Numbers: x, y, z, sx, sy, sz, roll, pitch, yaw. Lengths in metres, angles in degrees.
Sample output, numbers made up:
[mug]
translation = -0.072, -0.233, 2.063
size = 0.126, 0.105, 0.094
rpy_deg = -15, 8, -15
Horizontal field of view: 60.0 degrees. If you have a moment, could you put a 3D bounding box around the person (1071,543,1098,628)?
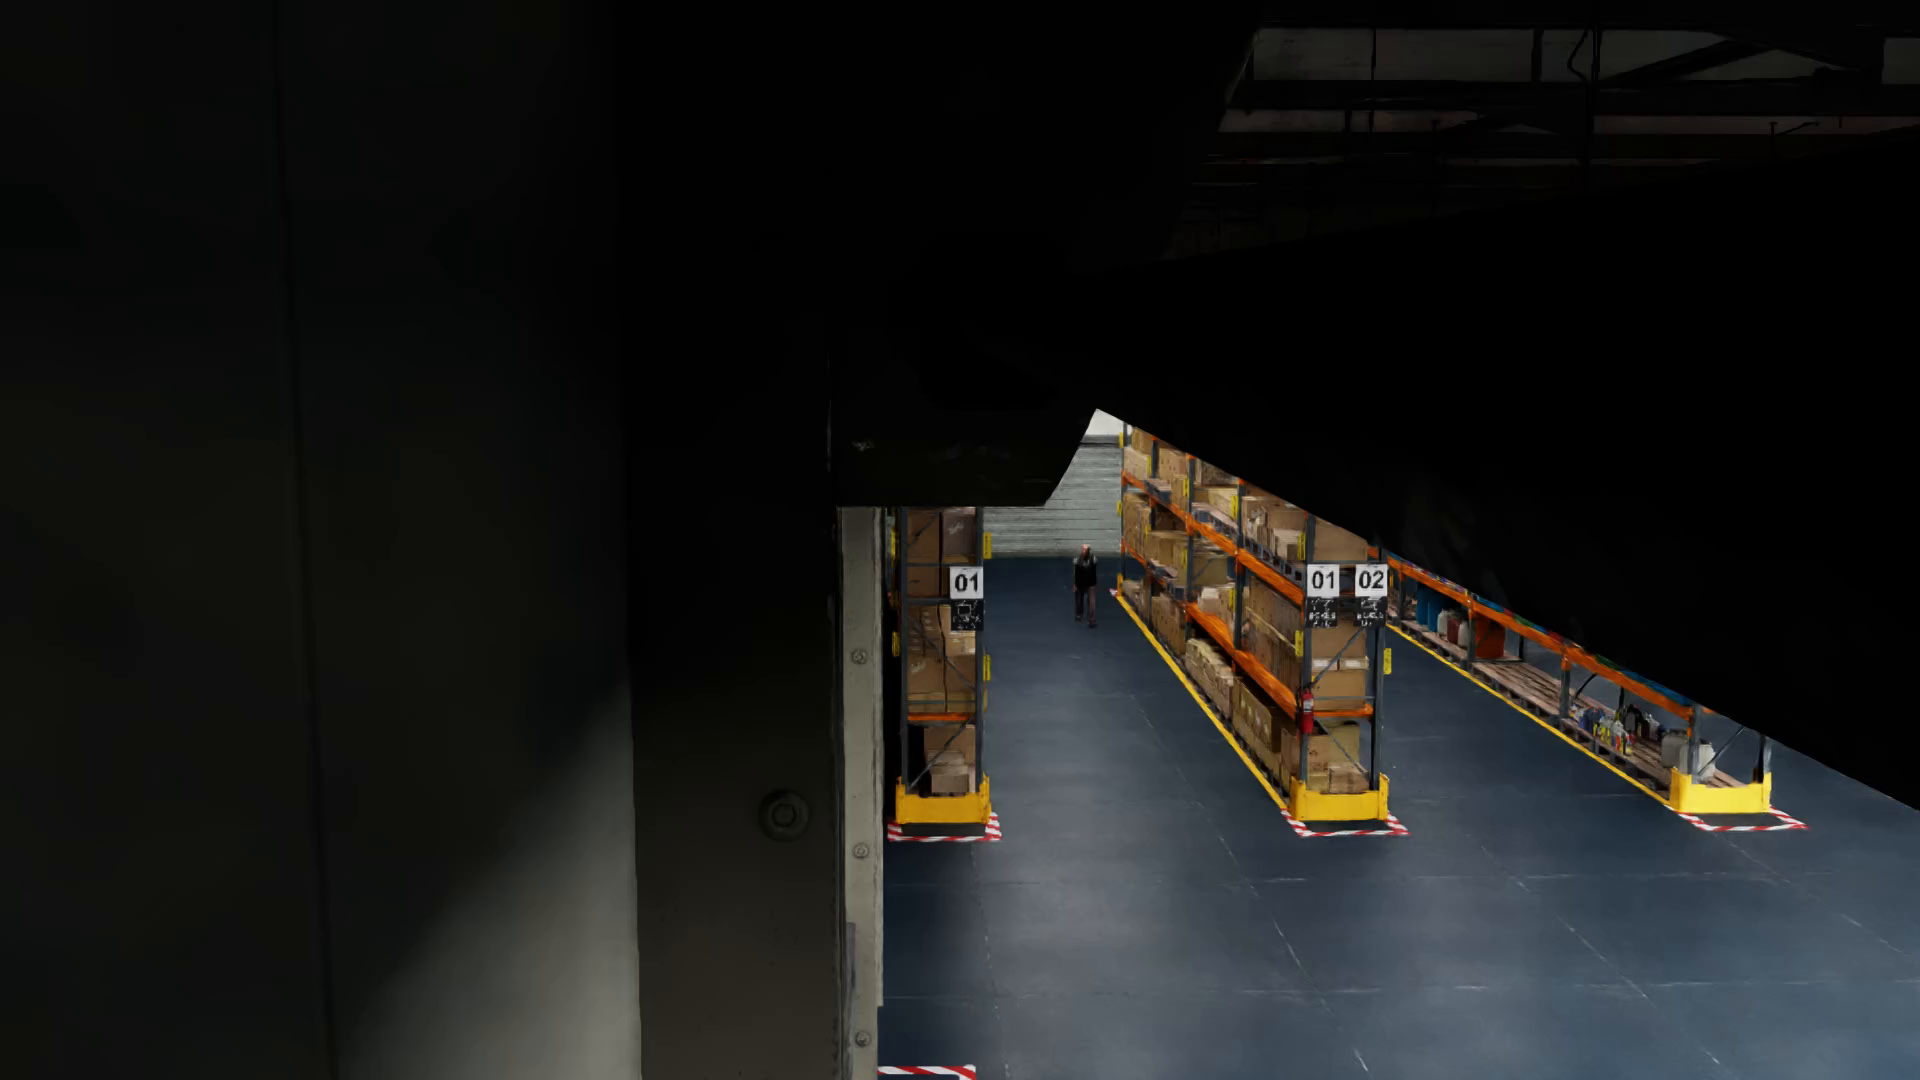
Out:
[person]
translation = 2.467, 0.878, 32.980
size = 0.543, 1.648, 1.115
rpy_deg = 0, 8, 0
